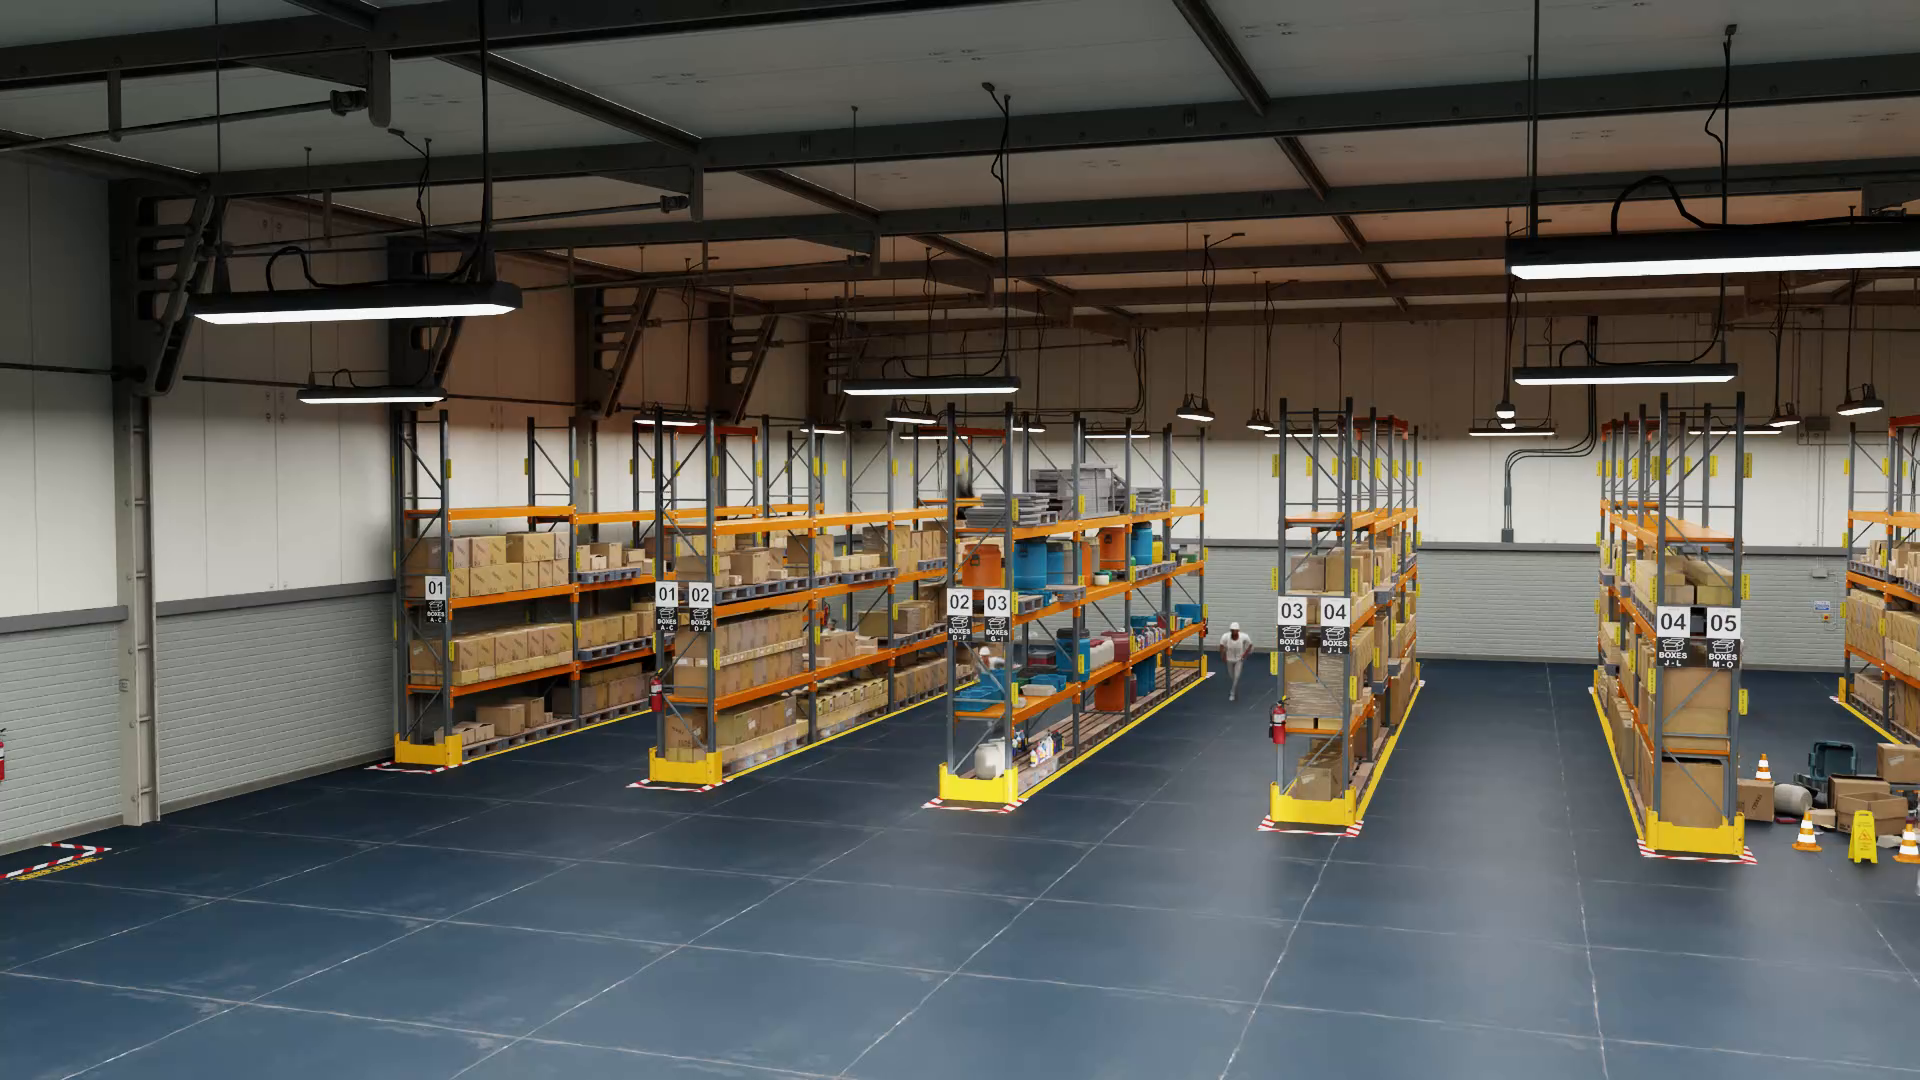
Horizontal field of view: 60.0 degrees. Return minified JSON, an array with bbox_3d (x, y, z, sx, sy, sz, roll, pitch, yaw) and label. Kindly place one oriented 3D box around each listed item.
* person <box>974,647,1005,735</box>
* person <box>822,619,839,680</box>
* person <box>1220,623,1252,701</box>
[{"bbox_3d":[0.644,2.843,31.415,0.704,1.695,0.993,1,3,29],"label":"person"},{"bbox_3d":[-2.882,2.592,37.610,0.624,1.679,0.871,1,3,15],"label":"person"},{"bbox_3d":[6.003,2.629,36.171,0.699,1.701,0.884,0,2,11],"label":"person"}]
